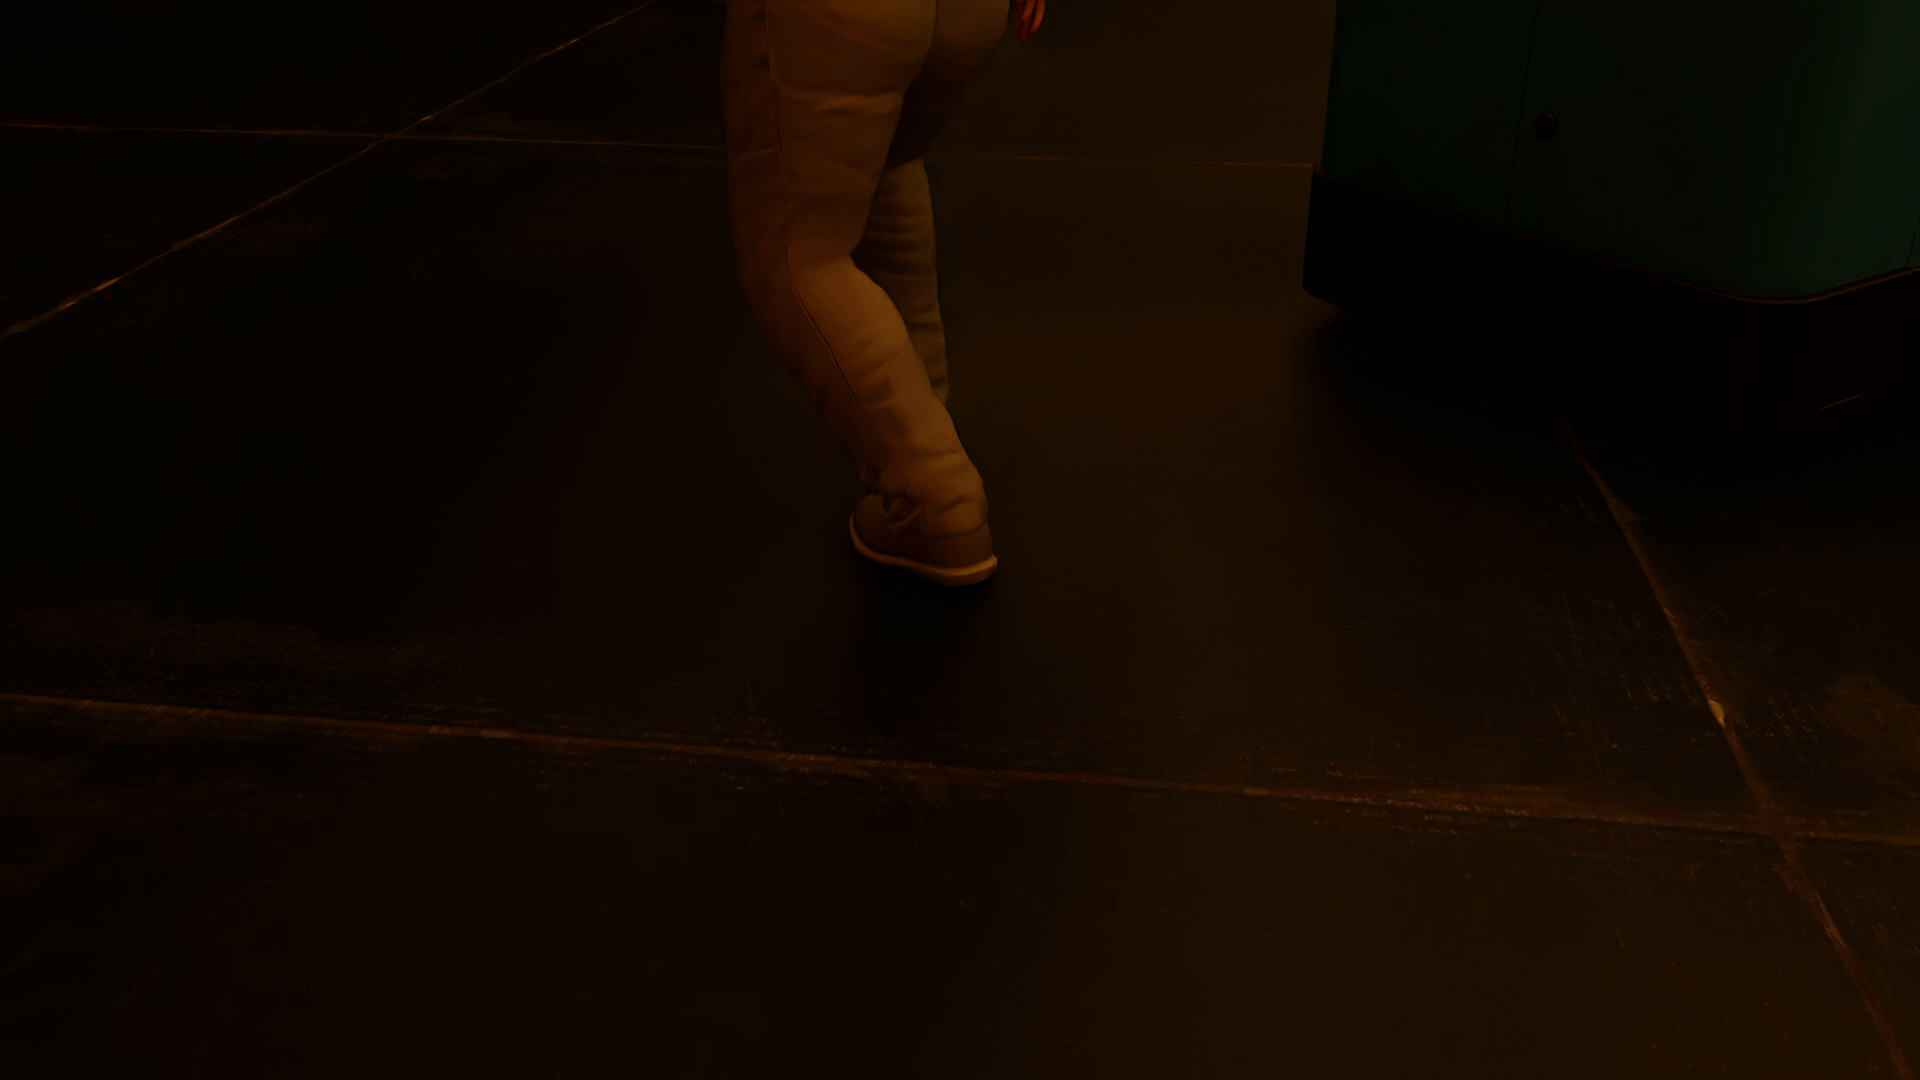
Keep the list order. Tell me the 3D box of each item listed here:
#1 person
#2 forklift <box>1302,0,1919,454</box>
[{"bbox_3d":[-0.132,-0.810,2.362,0.778,1.578,0.651,19,32,33],"label":"person"},{"bbox_3d":[2.208,-1.938,3.102,3.031,2.935,1.130,-16,31,-29],"label":"forklift"}]
